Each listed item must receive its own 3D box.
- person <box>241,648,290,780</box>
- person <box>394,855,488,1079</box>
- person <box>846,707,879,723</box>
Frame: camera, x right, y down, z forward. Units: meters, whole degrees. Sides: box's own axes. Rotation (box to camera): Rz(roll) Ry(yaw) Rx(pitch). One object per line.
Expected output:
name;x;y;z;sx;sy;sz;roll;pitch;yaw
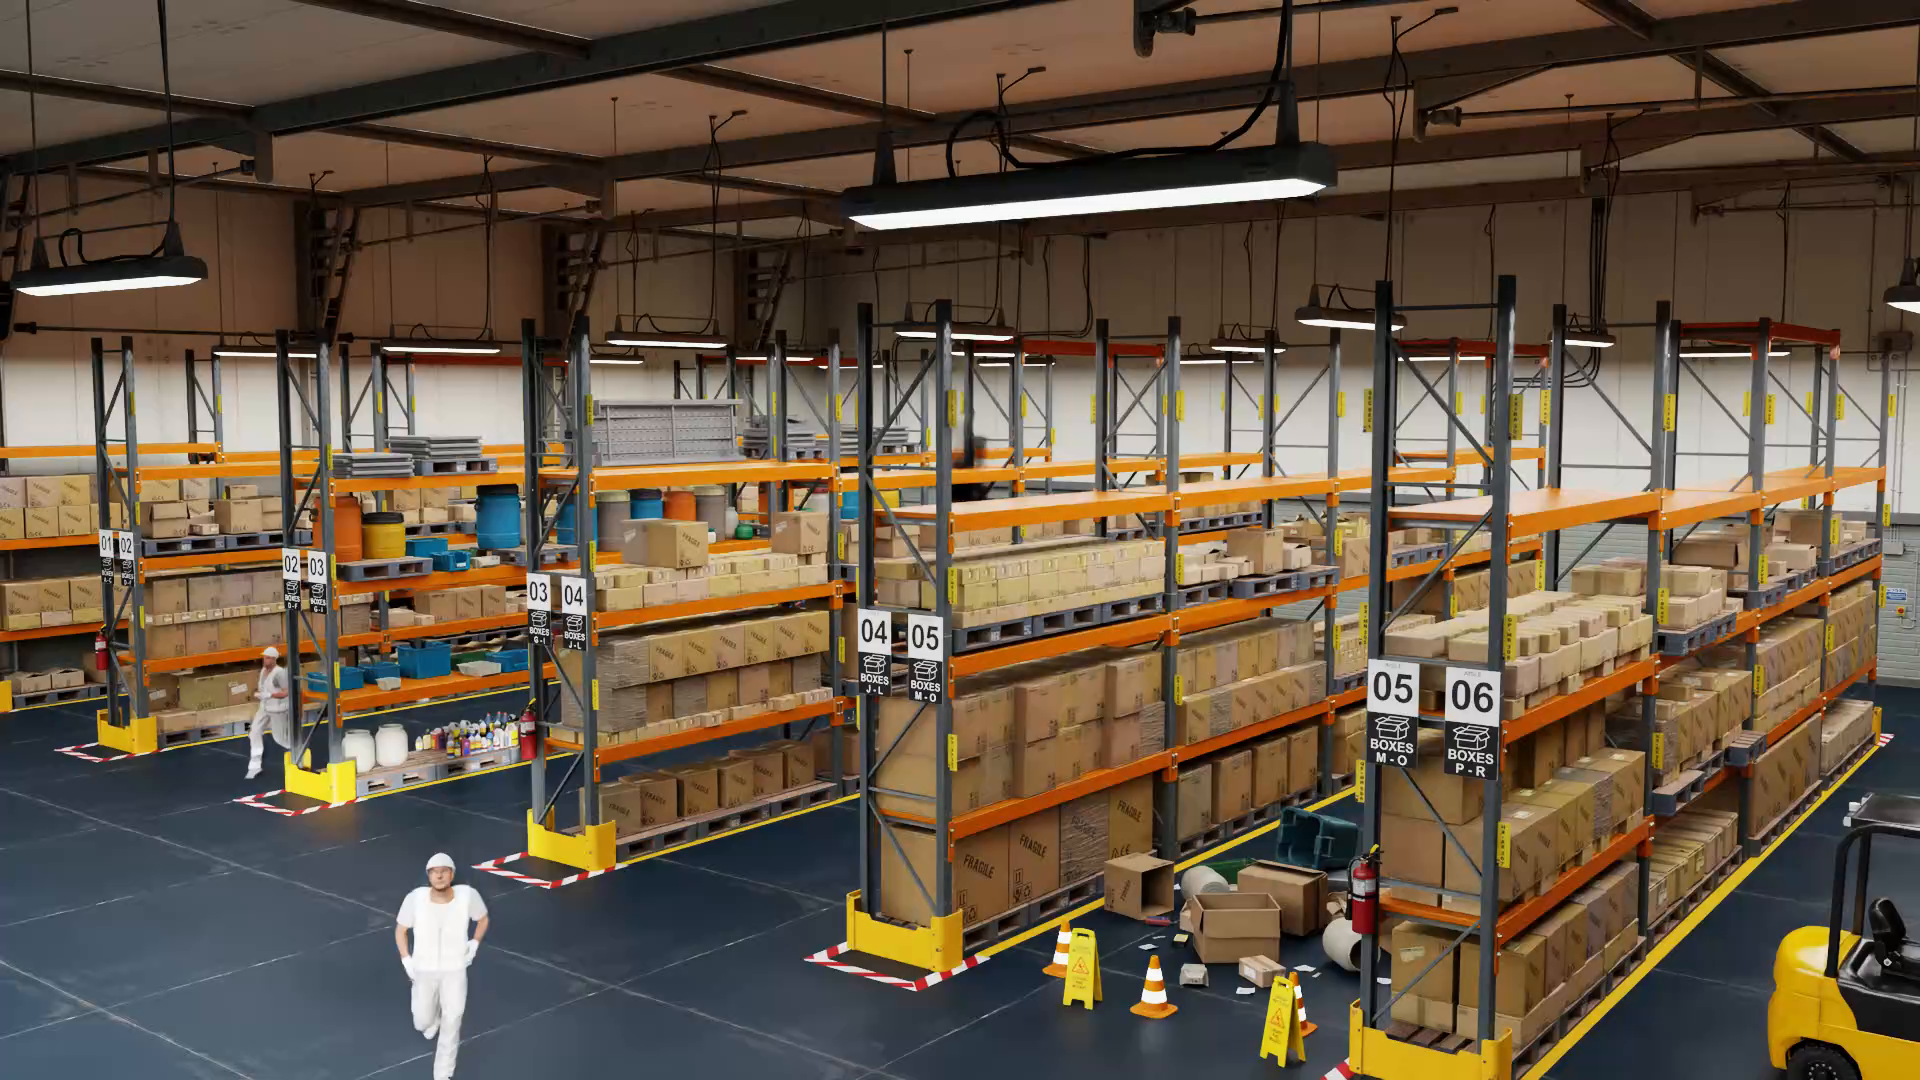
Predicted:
person;-9.300;2.347;22.596;0.704;1.828;0.891;3;6;29
person;-3.917;3.224;12.565;0.685;1.727;0.687;-1;5;-11
person;-1.368;1.846;25.082;0.559;1.748;0.800;4;7;42
